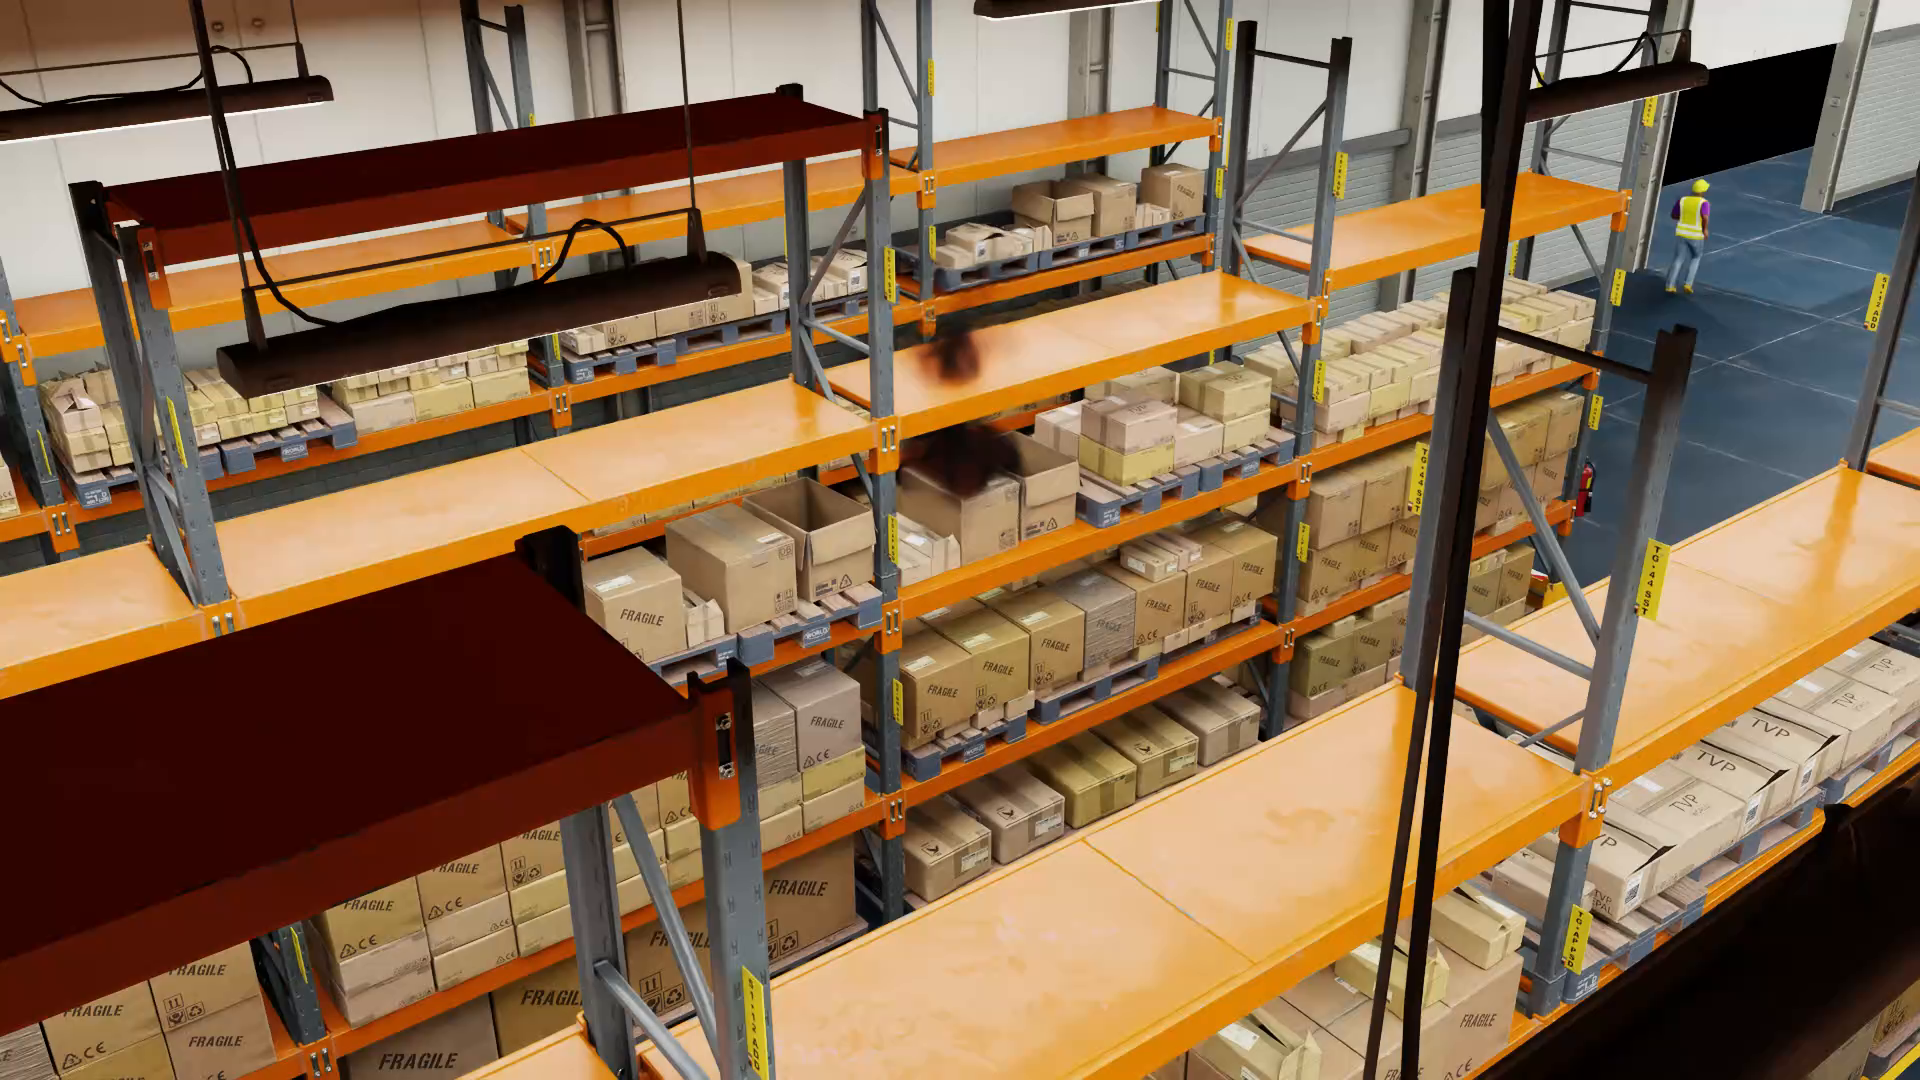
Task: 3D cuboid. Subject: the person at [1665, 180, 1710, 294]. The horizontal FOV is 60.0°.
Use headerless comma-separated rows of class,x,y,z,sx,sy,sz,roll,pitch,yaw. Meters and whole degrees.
person,11.169,-4.623,25.549,0.673,1.821,0.768,23,34,39
